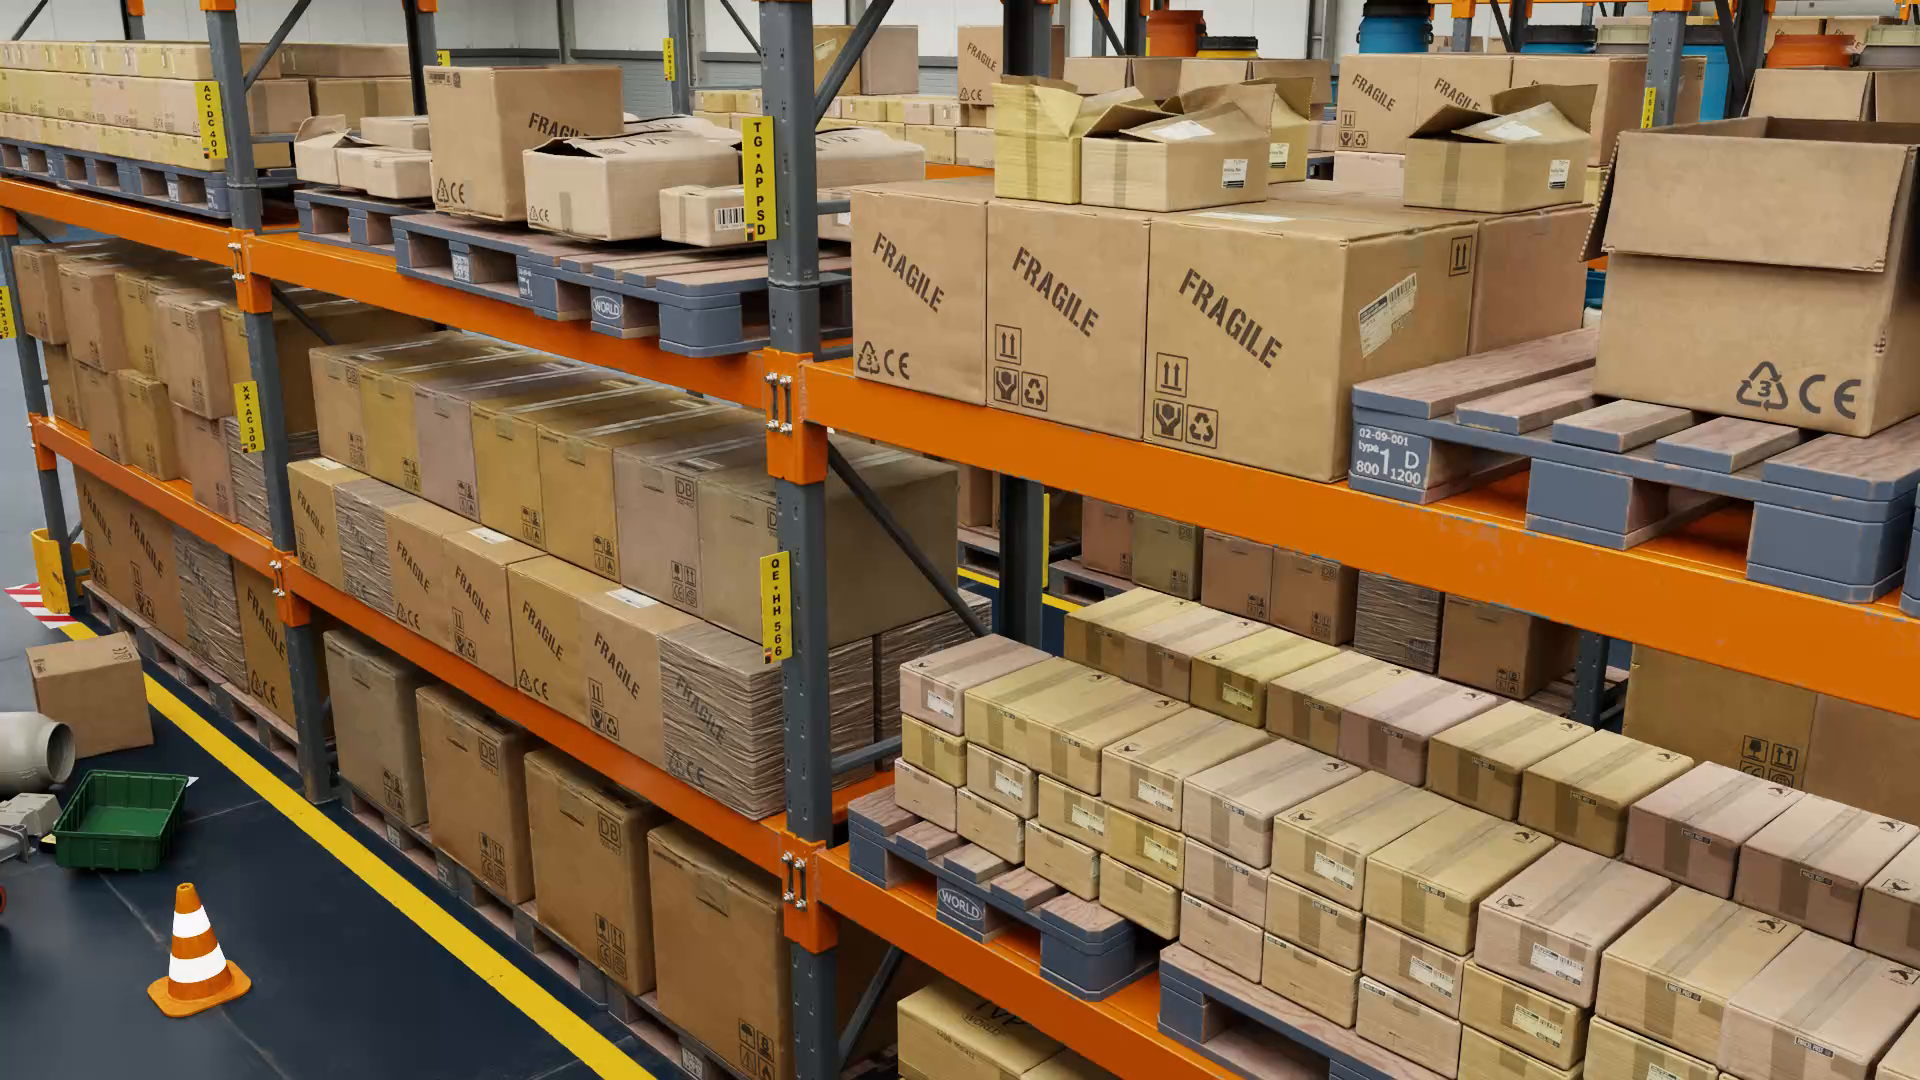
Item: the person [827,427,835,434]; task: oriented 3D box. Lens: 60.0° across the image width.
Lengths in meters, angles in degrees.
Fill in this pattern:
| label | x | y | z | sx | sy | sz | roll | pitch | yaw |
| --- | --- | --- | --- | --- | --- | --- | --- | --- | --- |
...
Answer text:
| label | x | y | z | sx | sy | sz | roll | pitch | yaw |
| --- | --- | --- | --- | --- | --- | --- | --- | --- | --- |
| person | -0.935 | -0.110 | 9.854 | 0.580 | 1.772 | 0.460 | -15 | 23 | -41 |
